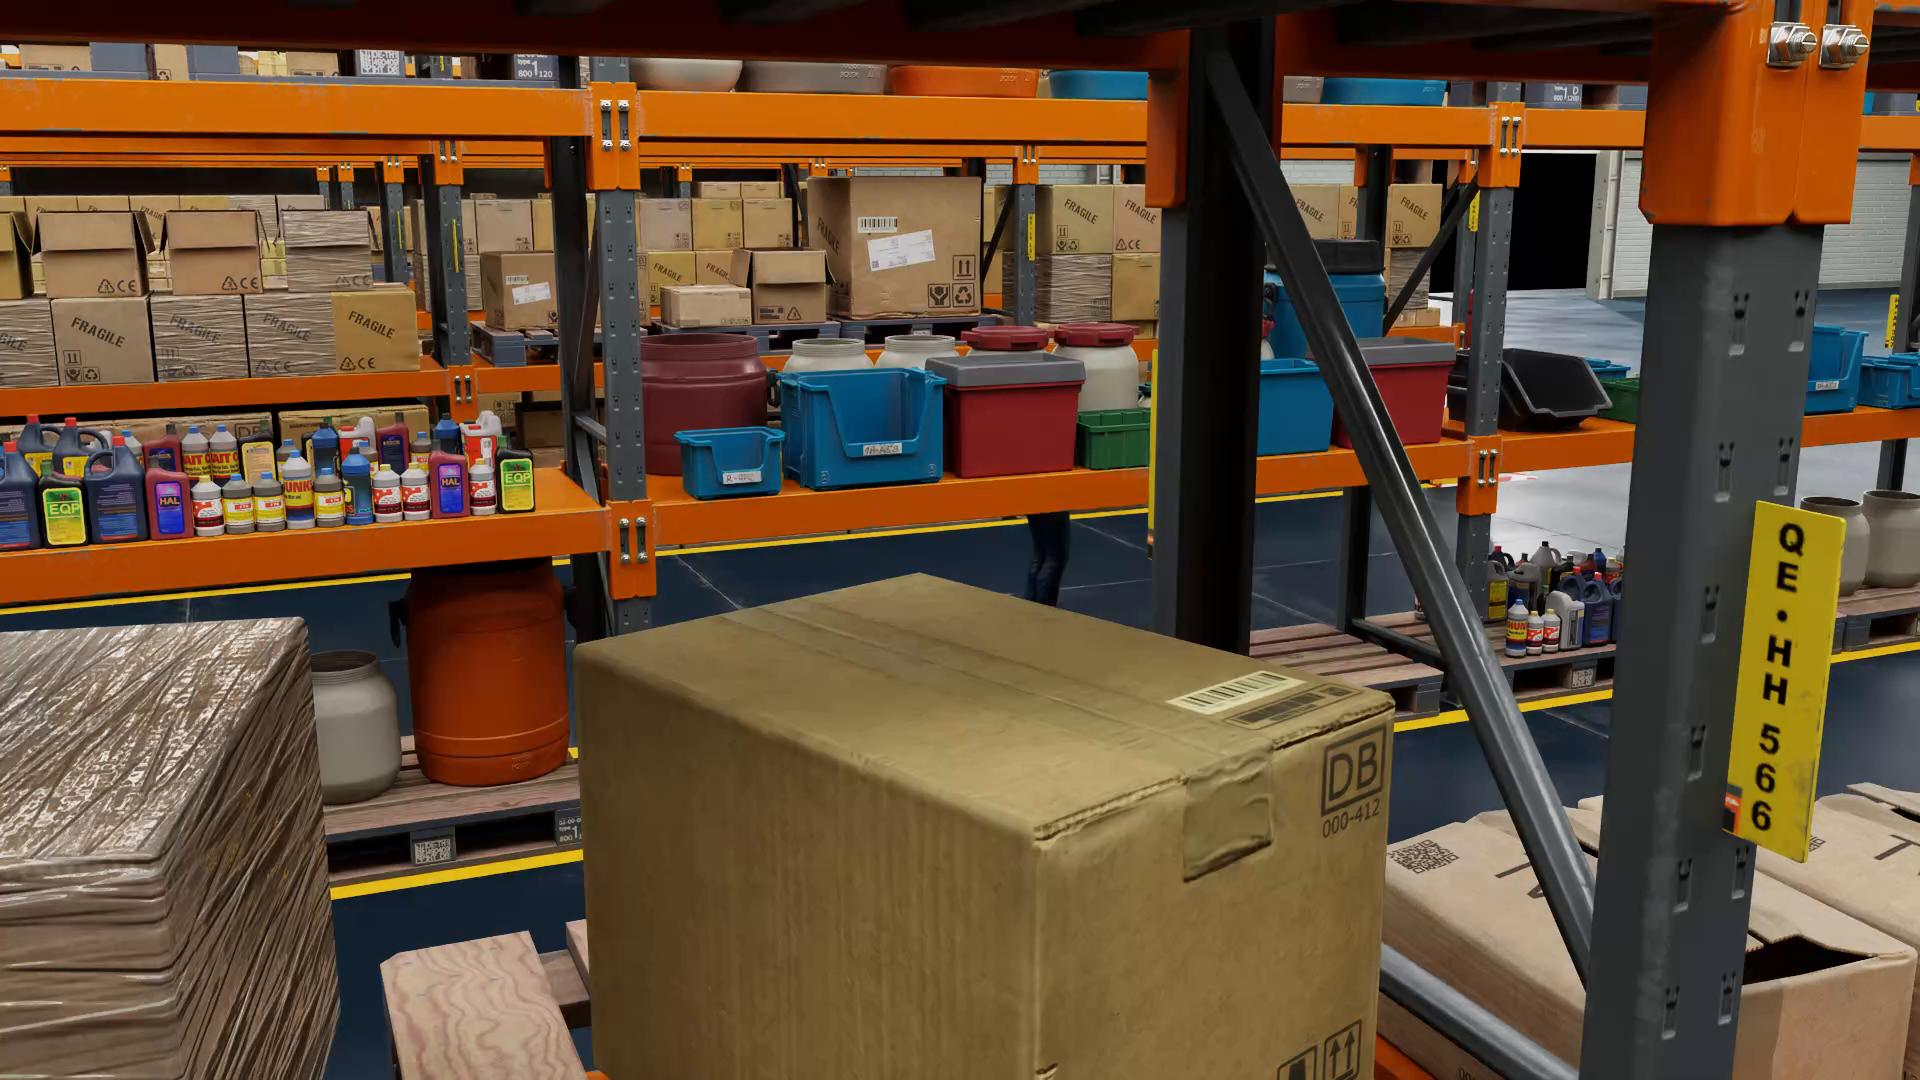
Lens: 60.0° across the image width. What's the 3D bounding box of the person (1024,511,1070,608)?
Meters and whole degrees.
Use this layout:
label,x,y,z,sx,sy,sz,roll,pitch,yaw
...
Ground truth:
label,x,y,z,sx,sy,sz,roll,pitch,yaw
person,0.539,-0.239,9.103,0.490,1.591,0.404,-5,13,-22
